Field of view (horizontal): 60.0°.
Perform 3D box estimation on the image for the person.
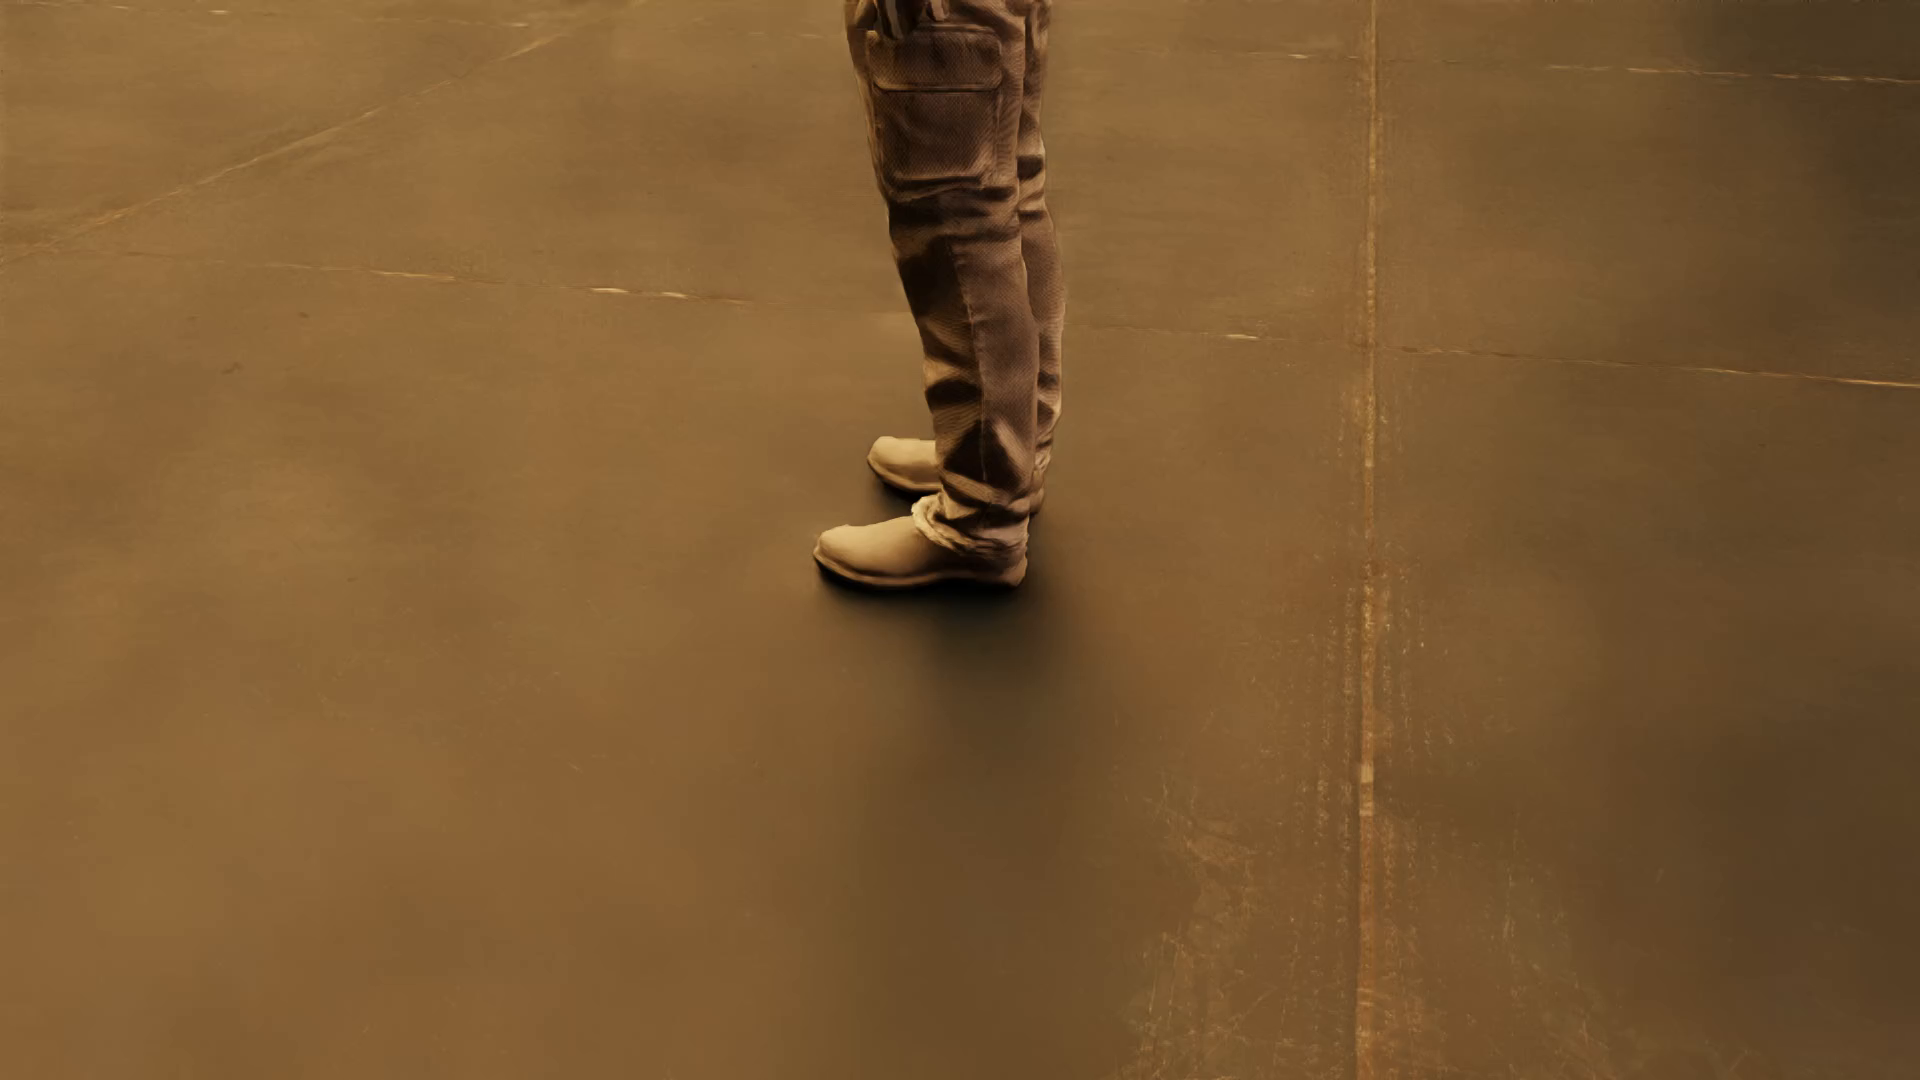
[{"bbox_3d":[-0.013,-0.799,2.099,0.365,1.790,0.546,6,27,11],"label":"person"}]
